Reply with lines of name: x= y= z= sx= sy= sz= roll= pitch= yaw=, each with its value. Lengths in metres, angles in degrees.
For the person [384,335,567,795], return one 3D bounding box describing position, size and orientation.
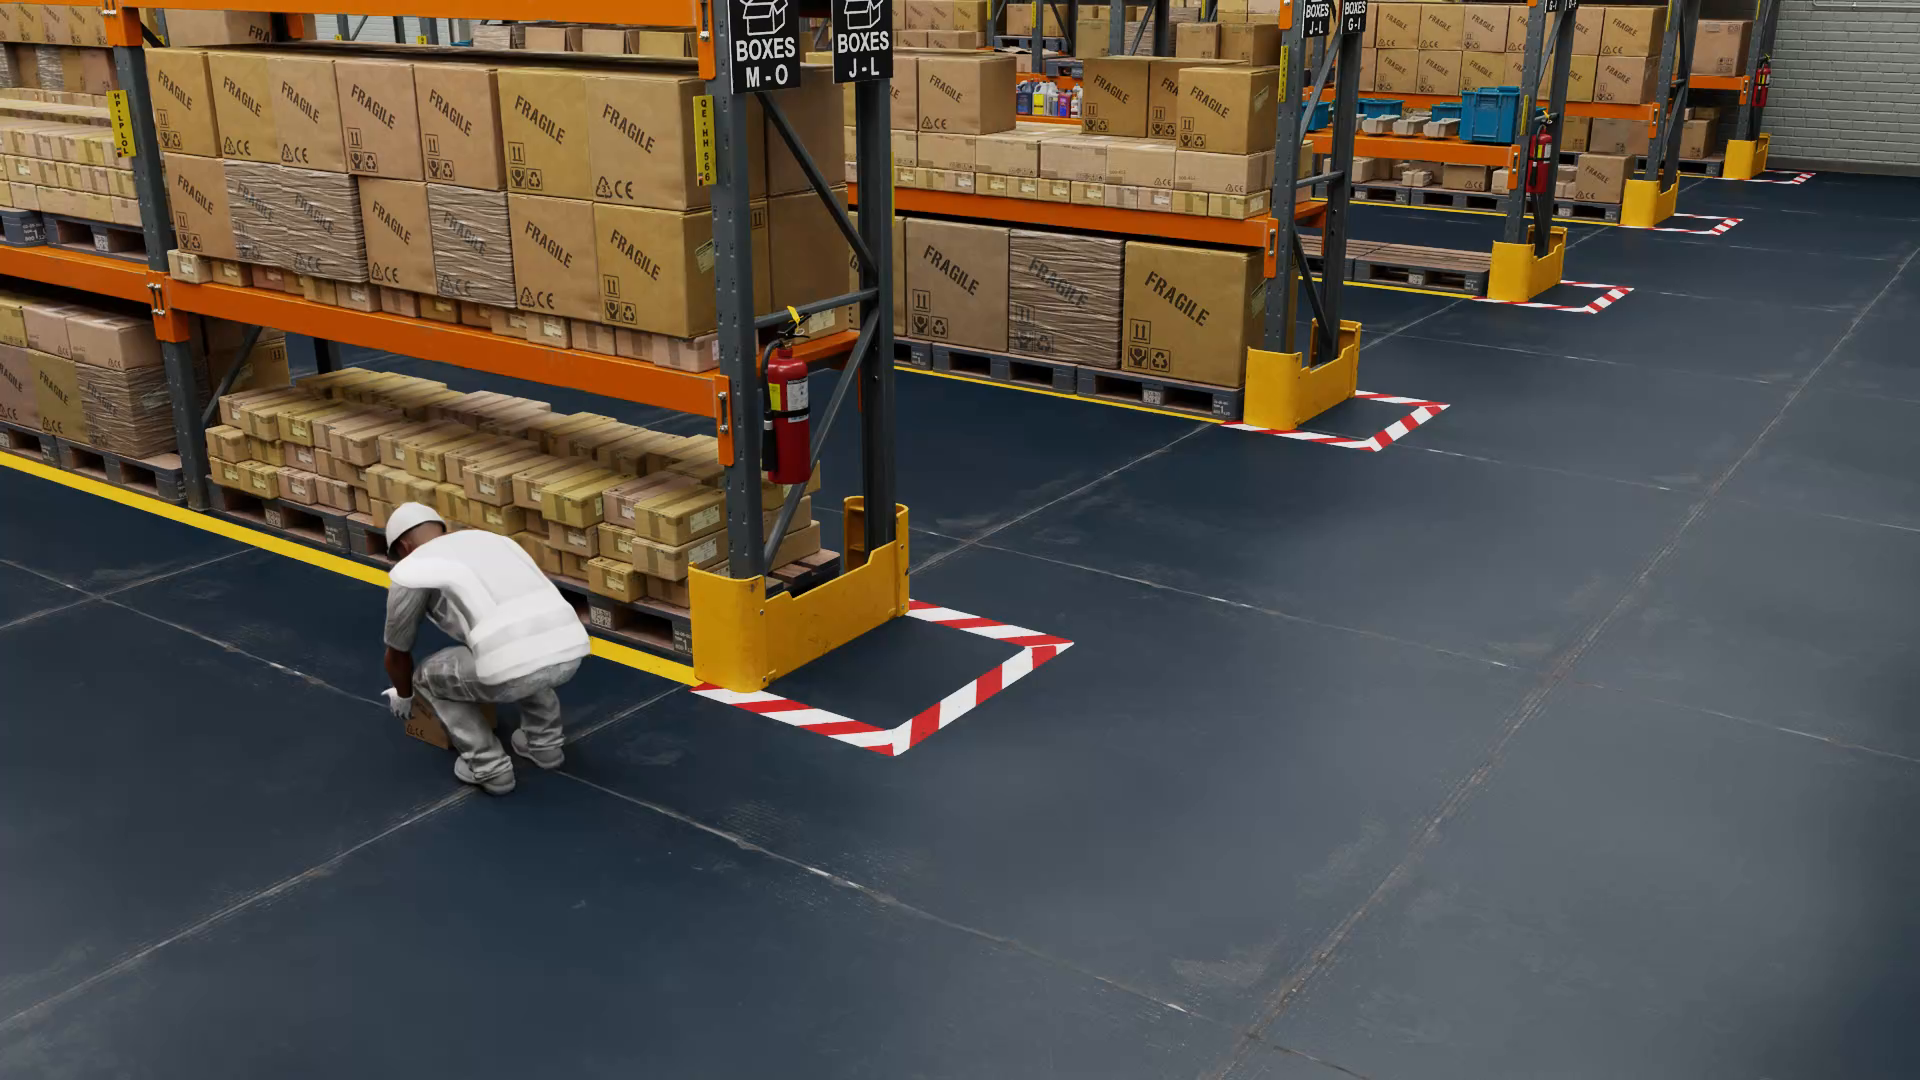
person: x=-1.779 y=0.080 z=6.078 sx=0.774 sy=1.605 sz=0.472 roll=18 pitch=26 yaw=40
